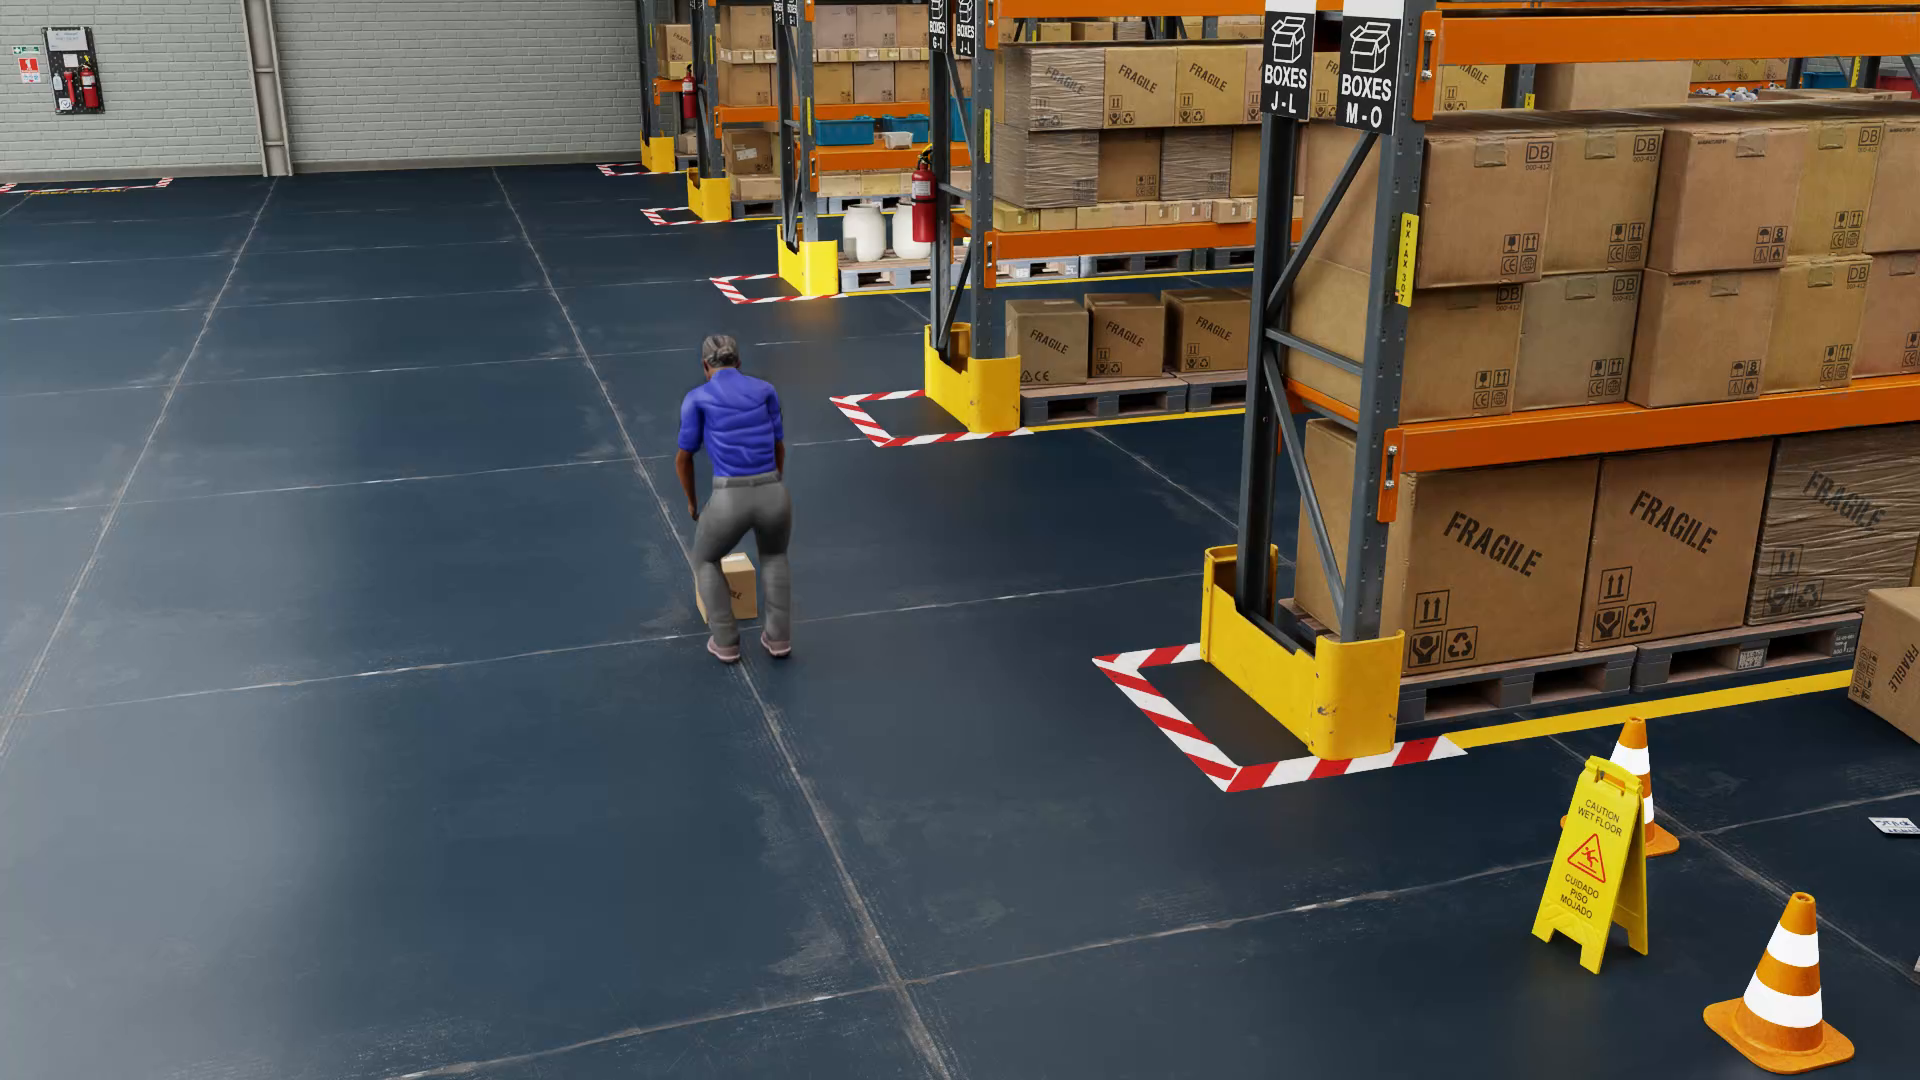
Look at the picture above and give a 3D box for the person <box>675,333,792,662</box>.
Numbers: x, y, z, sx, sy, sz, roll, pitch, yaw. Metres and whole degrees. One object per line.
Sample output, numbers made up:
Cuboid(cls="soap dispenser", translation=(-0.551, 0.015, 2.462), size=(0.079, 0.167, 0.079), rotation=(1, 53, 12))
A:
Cuboid(cls="person", translation=(-0.998, -0.165, 7.392), size=(0.492, 1.440, 0.576), rotation=(-6, 20, -17))
